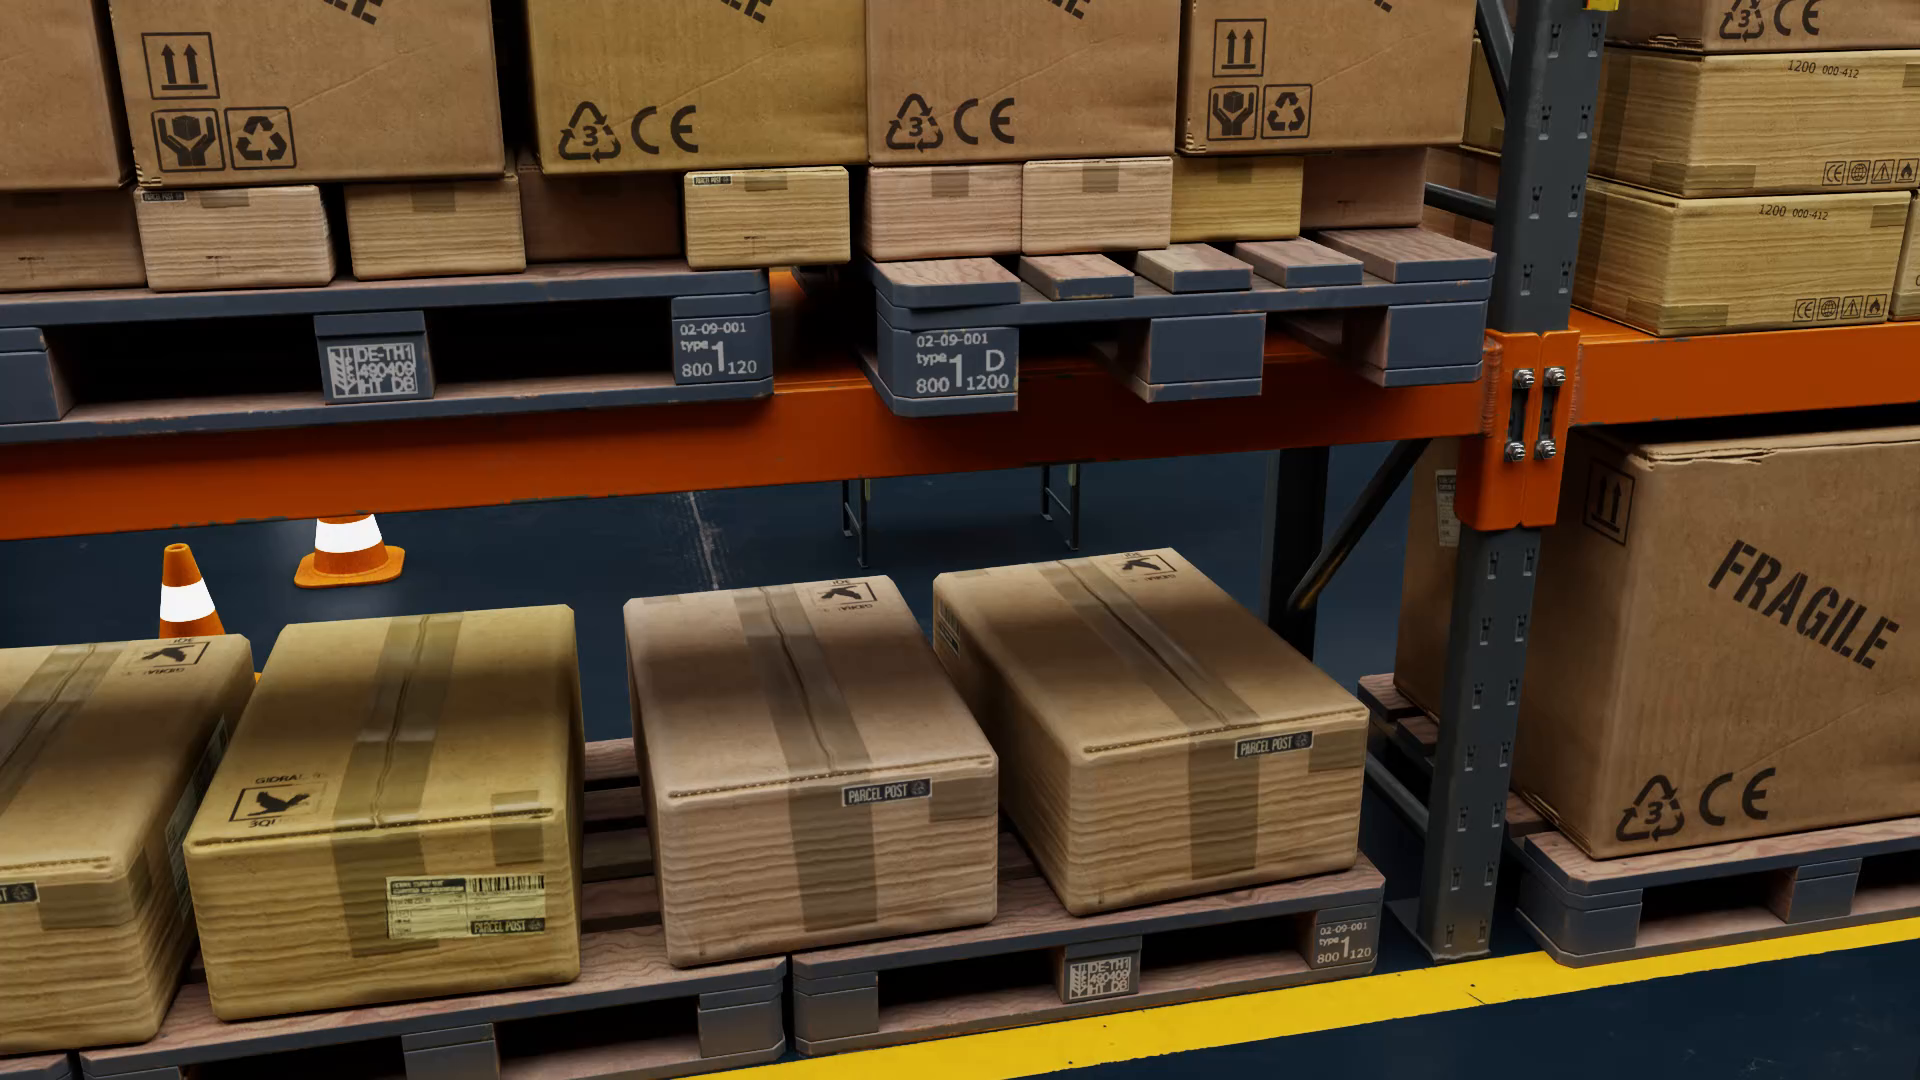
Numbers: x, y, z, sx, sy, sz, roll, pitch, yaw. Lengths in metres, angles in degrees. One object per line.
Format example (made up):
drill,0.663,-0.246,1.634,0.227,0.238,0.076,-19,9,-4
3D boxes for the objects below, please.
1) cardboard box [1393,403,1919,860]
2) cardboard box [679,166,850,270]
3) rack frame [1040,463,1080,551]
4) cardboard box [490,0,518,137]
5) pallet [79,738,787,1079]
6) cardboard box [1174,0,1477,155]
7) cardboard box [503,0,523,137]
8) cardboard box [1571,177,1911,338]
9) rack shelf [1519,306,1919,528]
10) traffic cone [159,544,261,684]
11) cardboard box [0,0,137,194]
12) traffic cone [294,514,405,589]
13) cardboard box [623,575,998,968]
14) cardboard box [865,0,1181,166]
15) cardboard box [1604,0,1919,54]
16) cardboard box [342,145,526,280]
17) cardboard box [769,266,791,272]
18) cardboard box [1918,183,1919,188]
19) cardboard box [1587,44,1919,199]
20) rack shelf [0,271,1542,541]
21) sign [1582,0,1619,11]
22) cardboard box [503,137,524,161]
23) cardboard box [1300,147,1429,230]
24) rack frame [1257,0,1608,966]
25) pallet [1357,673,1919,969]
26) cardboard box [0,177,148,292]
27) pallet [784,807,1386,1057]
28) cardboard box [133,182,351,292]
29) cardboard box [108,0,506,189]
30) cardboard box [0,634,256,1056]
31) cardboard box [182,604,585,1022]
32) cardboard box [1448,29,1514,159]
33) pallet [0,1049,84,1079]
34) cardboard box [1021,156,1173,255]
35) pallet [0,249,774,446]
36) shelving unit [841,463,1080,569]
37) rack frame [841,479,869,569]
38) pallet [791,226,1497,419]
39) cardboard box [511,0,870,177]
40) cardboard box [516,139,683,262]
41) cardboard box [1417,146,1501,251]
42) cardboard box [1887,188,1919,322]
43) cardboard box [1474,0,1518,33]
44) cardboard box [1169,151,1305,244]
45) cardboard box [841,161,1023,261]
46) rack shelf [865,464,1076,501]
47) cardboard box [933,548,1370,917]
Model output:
cardboard box,1.614,0.069,3.743,0.875,0.875,0.875,-5,21,-13
cardboard box,-0.333,-0.555,2.723,0.250,0.149,0.380,-4,21,-12
rack frame,0.350,-0.733,5.634,0.023,1.500,0.400,-5,21,-12
cardboard box,-1.078,-1.005,3.010,0.500,0.500,0.500,-5,21,-15
pallet,-1.023,0.762,3.429,1.213,0.211,1.003,-5,21,-12
cardboard box,0.544,-0.959,2.884,0.500,0.500,0.500,-5,21,-14
cardboard box,-0.589,-1.042,3.111,0.500,0.500,0.500,-4,21,-12
cardboard box,1.457,-0.589,3.279,0.500,0.250,0.500,-5,21,-13
rack shelf,2.869,-0.525,3.933,4.000,0.370,1.077,-5,21,-12
traffic cone,-2.085,0.237,4.496,0.334,0.463,0.336,-5,21,-12
cardboard box,-1.476,-0.787,2.414,0.500,0.500,0.500,-5,21,-13
traffic cone,-2.033,-0.121,5.473,0.334,0.463,0.336,-5,21,-12
cardboard box,-0.346,0.435,3.477,0.625,0.372,0.950,-5,21,-14
cardboard box,0.044,-0.915,2.762,0.500,0.500,0.500,-5,21,-13
cardboard box,1.459,-1.178,3.071,0.500,0.500,0.500,-5,21,-14
cardboard box,-0.832,-0.530,2.655,0.250,0.149,0.380,-5,21,-14
cardboard box,-0.928,-1.476,8.144,0.750,0.750,1.050,-5,21,-13
cardboard box,1.976,-0.867,3.311,0.500,0.250,0.500,-4,21,-11
cardboard box,1.473,-0.826,3.200,0.500,0.250,0.500,-5,21,-13
rack shelf,-1.024,-0.208,3.068,4.000,0.370,1.077,-5,21,-12
sign,1.057,-1.030,2.698,0.005,0.325,0.100,-5,21,-12
cardboard box,-0.751,-0.707,3.139,0.250,0.149,0.380,-4,20,-10
cardboard box,0.658,-0.679,3.062,0.250,0.149,0.380,-4,20,-10
rack frame,0.923,-0.705,3.377,0.127,3.000,1.000,-5,21,-12
pallet,1.707,0.568,3.958,1.213,0.211,1.003,-5,21,-12
cardboard box,-1.355,-0.495,2.560,0.250,0.149,0.380,-4,21,-12
pallet,0.162,0.666,3.689,1.213,0.211,1.003,-5,21,-12
cardboard box,-1.085,-0.499,2.570,0.250,0.149,0.380,-4,20,-10
cardboard box,-0.979,-0.831,2.535,0.500,0.500,0.500,-6,21,-15
cardboard box,-1.761,0.548,3.166,0.625,0.372,0.950,-3,20,-9
cardboard box,-1.085,0.493,3.318,0.625,0.372,0.950,-4,20,-11
cardboard box,1.336,-0.992,3.654,0.500,0.250,0.500,-5,21,-13
pallet,-2.213,0.859,3.162,1.213,0.211,1.003,-5,21,-12
cardboard box,0.179,-0.599,2.843,0.250,0.149,0.380,-5,21,-13
pallet,-0.994,-0.444,2.945,1.213,0.211,1.003,-5,21,-12
shelving unit,-0.006,-0.704,5.555,0.755,1.500,0.431,-5,21,-12
rack frame,-0.363,-0.675,5.476,0.023,1.500,0.400,-5,21,-12
pallet,0.254,-0.522,3.159,1.003,0.211,1.213,-5,21,-12
cardboard box,-0.447,-0.874,2.652,0.500,0.500,0.500,-6,21,-16
cardboard box,-0.606,-0.577,2.784,0.250,0.149,0.380,-4,21,-12
cardboard box,1.355,-0.761,3.749,0.500,0.250,0.500,-5,21,-14
cardboard box,1.953,-0.635,3.406,0.500,0.250,0.500,-5,21,-14
cardboard box,1.366,-1.349,3.538,0.500,0.500,0.500,-5,21,-14
cardboard box,0.414,-0.634,2.938,0.250,0.149,0.380,-4,21,-12
cardboard box,-0.068,-0.581,2.795,0.250,0.149,0.380,-6,21,-15
rack shelf,-0.006,-0.398,5.667,0.720,0.370,0.431,-5,21,-12
cardboard box,0.371,0.374,3.644,0.625,0.372,0.950,-6,21,-16
